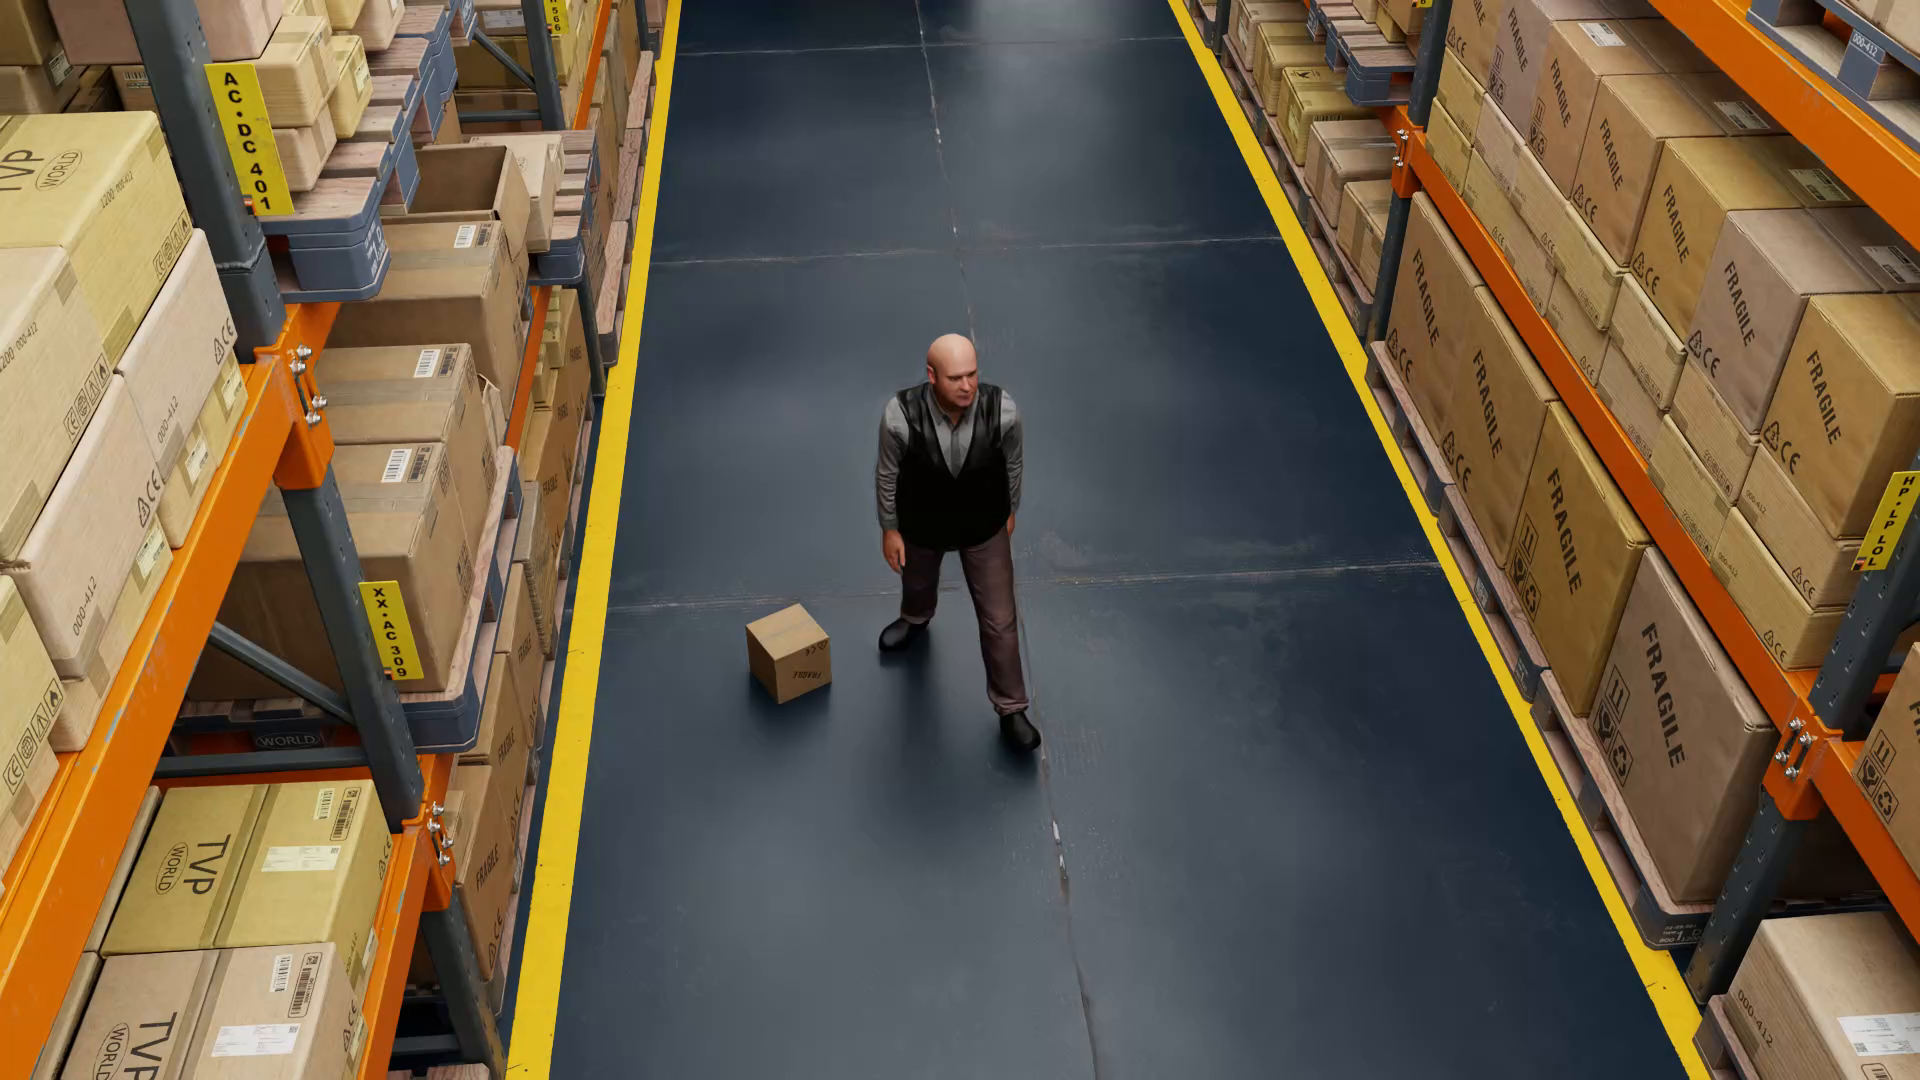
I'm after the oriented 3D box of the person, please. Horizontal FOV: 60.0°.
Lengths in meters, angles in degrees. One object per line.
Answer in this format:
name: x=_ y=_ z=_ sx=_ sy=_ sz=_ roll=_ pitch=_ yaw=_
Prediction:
person: x=-0.016 y=-0.009 z=6.259 sx=0.621 sy=1.598 sz=0.900 roll=-2 pitch=39 yaw=-2
